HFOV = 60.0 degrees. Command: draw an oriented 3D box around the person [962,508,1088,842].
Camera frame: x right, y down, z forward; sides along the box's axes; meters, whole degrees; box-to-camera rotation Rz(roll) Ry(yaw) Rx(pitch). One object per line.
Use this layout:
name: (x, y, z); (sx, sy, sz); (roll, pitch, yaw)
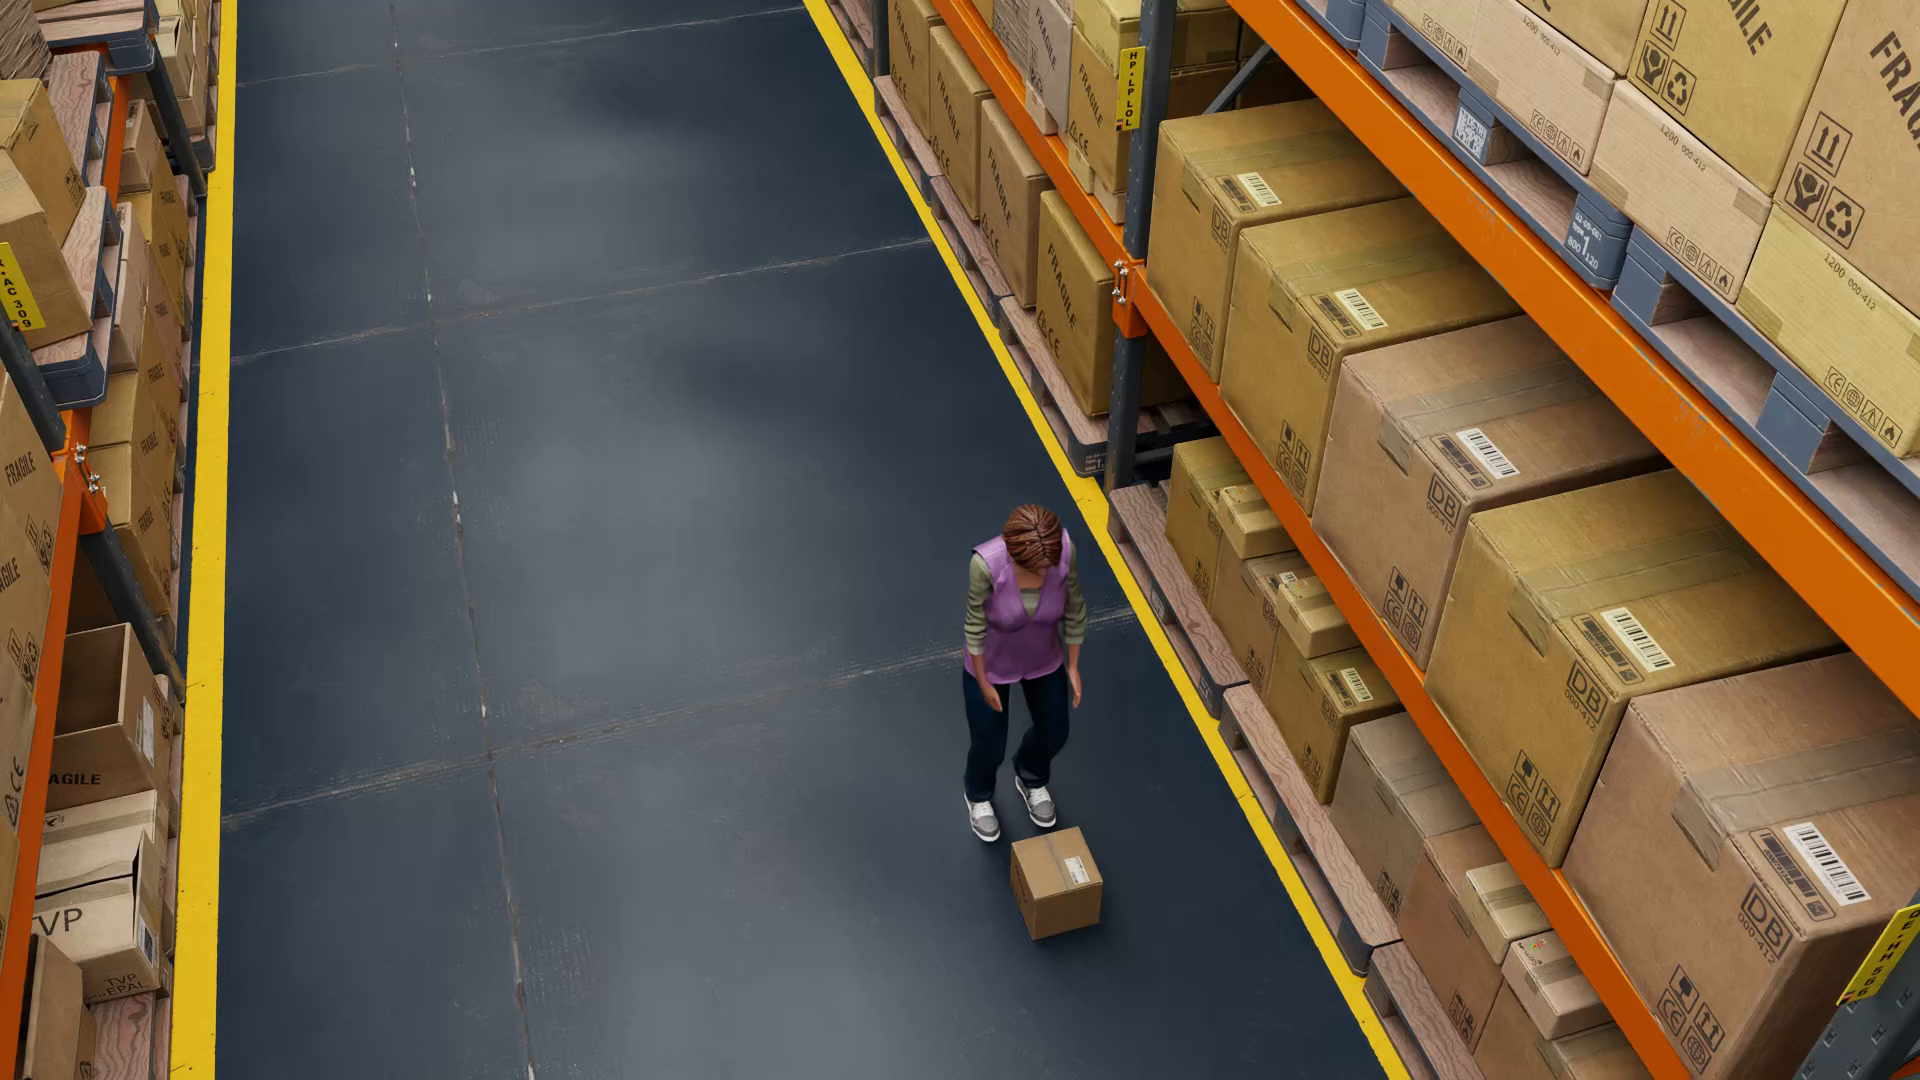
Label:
person: (0.218, 0.440, 5.736); (0.430, 1.549, 0.400); (-11, 44, -12)
